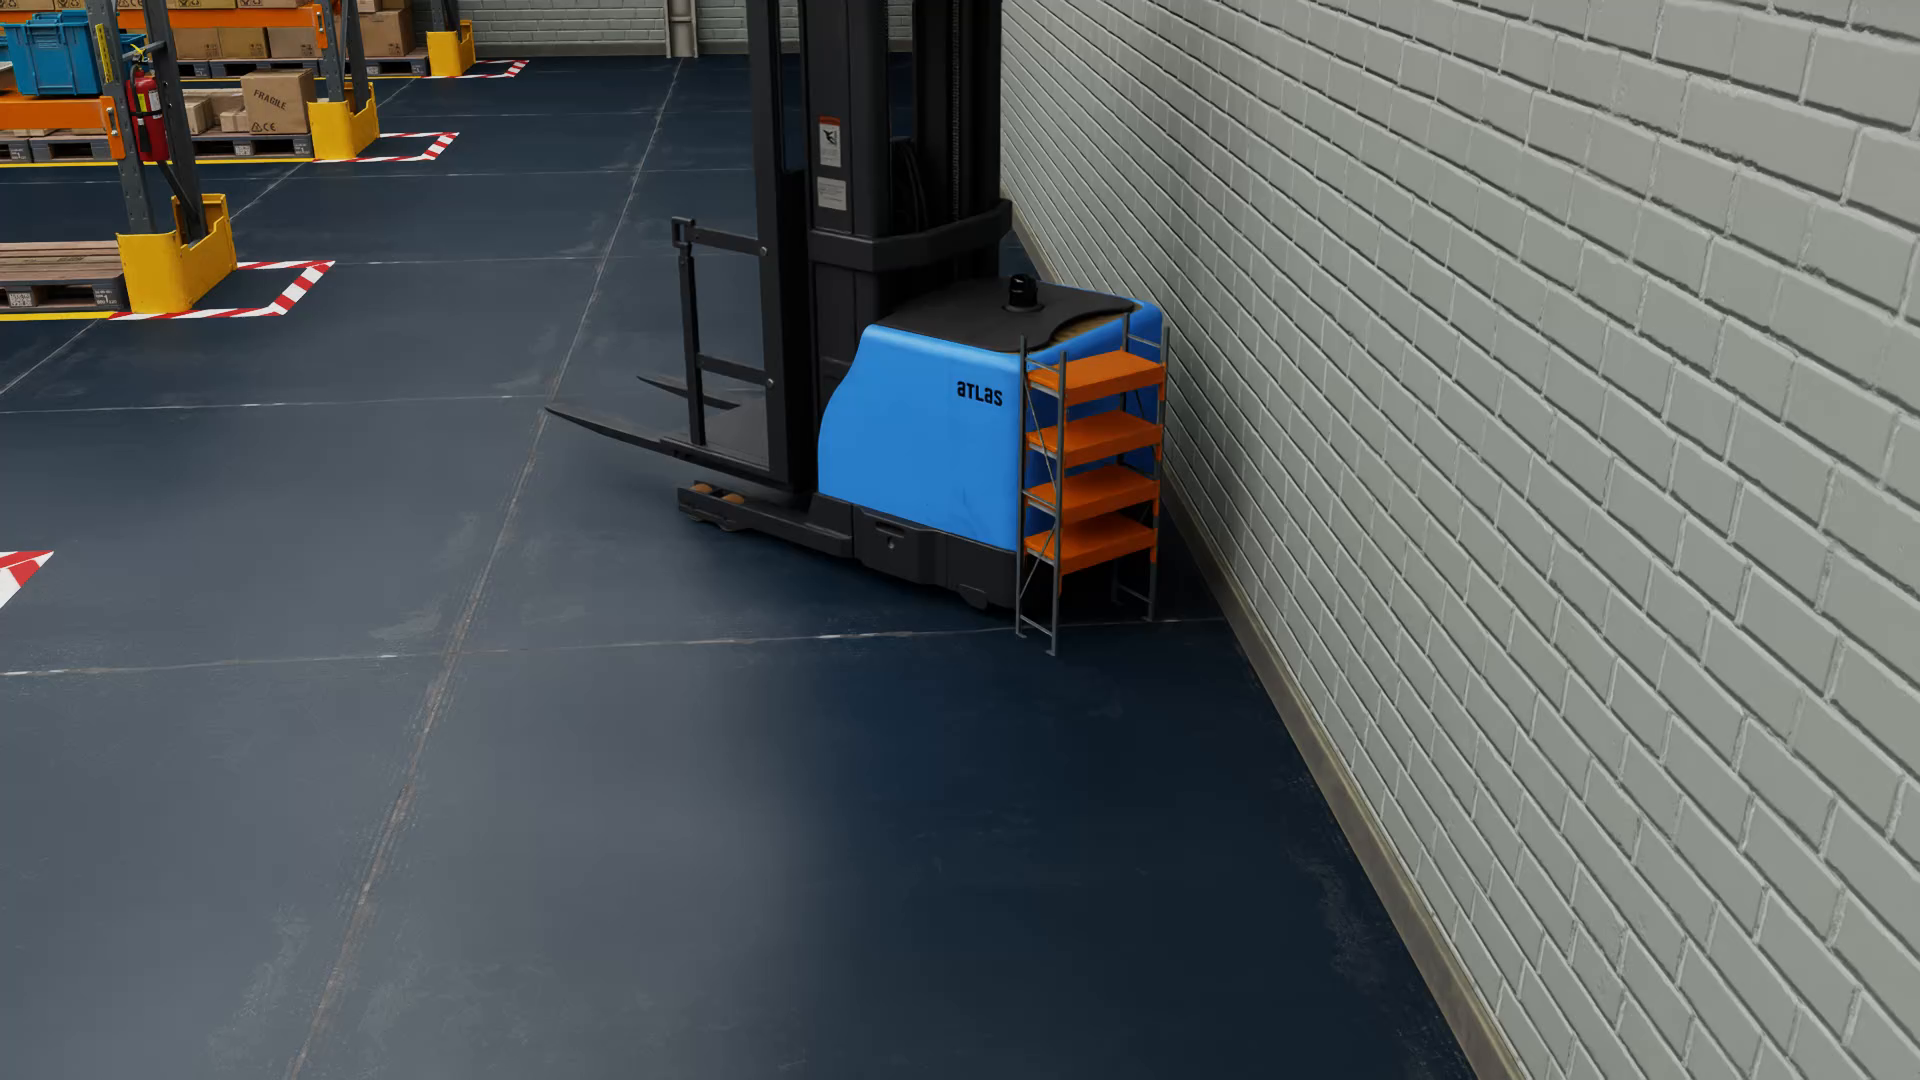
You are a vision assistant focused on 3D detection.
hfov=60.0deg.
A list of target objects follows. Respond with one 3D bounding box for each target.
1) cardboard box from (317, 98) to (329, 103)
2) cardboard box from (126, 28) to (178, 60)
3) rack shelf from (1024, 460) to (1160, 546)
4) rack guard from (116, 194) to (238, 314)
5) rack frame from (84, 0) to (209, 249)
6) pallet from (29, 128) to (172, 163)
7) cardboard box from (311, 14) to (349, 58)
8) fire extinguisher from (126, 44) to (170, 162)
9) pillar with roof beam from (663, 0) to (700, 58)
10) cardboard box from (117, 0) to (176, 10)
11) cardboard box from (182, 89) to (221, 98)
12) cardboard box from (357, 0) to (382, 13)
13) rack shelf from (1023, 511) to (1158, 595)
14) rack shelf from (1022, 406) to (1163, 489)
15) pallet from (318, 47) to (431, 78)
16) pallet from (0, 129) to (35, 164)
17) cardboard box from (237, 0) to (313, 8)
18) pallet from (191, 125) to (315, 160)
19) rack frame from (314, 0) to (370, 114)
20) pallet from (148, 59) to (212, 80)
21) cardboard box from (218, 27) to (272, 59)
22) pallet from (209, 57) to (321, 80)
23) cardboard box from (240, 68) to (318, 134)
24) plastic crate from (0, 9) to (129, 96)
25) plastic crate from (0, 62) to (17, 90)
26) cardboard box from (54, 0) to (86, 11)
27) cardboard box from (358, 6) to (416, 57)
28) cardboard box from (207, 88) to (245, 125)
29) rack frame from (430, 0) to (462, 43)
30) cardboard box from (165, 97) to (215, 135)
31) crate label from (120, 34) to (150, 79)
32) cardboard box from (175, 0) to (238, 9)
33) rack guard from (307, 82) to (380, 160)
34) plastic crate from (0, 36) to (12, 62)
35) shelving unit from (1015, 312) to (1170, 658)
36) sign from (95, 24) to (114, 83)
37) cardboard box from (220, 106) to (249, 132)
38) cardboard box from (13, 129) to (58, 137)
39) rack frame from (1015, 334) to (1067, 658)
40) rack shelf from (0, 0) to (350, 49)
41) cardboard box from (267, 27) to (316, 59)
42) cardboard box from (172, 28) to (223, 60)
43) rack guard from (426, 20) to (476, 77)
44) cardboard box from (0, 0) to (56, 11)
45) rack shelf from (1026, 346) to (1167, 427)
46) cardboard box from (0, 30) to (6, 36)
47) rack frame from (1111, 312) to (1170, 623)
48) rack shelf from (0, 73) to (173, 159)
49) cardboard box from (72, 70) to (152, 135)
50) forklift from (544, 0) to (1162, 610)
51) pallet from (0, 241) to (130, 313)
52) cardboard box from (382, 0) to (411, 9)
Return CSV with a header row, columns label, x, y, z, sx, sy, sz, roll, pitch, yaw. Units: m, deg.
label,x,y,z,sx,sy,sz,roll,pitch,yaw
cardboard box,-6.058,-4.046,15.628,0.250,0.149,0.380,-2,24,-5
cardboard box,-9.325,-5.906,19.405,0.500,0.500,0.700,-2,24,-4
rack shelf,0.489,-0.144,6.261,0.480,0.148,0.258,-17,29,-33
rack guard,-5.102,-1.887,10.880,0.348,0.500,1.175,-2,24,-5
rack frame,-5.125,-3.023,10.358,0.127,3.000,1.000,-2,24,-5
pallet,-7.688,-3.668,15.244,1.213,0.211,1.003,-2,24,-5
cardboard box,-7.283,-5.989,19.591,0.500,0.500,0.700,-2,24,-5
fire extinguisher,-4.930,-2.640,10.050,0.183,0.674,0.296,-2,24,-5
pillar with roof beam,-3.073,-8.486,15.263,0.400,9.000,9.100,-2,24,-5
cardboard box,-7.040,-4.903,14.466,0.500,0.500,0.500,-2,24,-5
cardboard box,-7.172,-4.023,15.452,0.500,0.250,0.500,-2,24,-5
cardboard box,-6.895,-6.226,19.327,0.250,0.149,0.380,-3,24,-6
rack shelf,0.489,0.038,6.342,0.480,0.148,0.258,-17,29,-33
rack shelf,0.489,-0.348,6.169,0.480,0.148,0.258,-17,29,-33
pallet,-6.886,-5.690,19.791,1.213,0.211,1.003,-2,24,-5
pallet,-8.905,-3.618,15.131,1.213,0.211,1.003,-2,24,-5
cardboard box,-6.027,-4.943,14.555,0.500,0.500,0.500,-2,24,-4
pallet,-6.477,-3.716,15.350,1.213,0.211,1.003,-2,24,-5
rack frame,-5.608,-5.025,14.863,0.127,3.000,1.000,-2,24,-5
pallet,-9.315,-5.592,19.572,1.213,0.211,1.003,-2,24,-5
cardboard box,-8.314,-5.944,19.491,0.500,0.500,0.700,-2,24,-4
pallet,-8.098,-5.642,19.684,1.213,0.211,1.003,-2,24,-5
cardboard box,-6.125,-3.963,15.009,0.500,0.500,0.500,-2,24,-5
plastic crate,-5.440,-2.978,10.139,0.499,0.435,0.616,-2,24,-5
plastic crate,-5.918,-2.824,10.162,0.243,0.136,0.396,-2,24,-5
cardboard box,-7.541,-4.883,14.421,0.500,0.500,0.500,-3,24,-6
cardboard box,-6.785,-6.009,19.636,0.500,0.500,0.700,-2,24,-5
cardboard box,-6.674,-4.043,15.497,0.500,0.250,0.500,-2,24,-5
rack frame,-6.098,-7.028,19.368,0.127,3.000,1.000,-2,24,-5
cardboard box,-7.073,-3.823,15.002,0.500,0.250,0.500,-2,24,-5
crate label,-5.403,-3.097,10.658,0.303,0.233,0.416,-2,24,-5
cardboard box,-6.543,-4.921,14.505,0.500,0.500,0.500,-2,24,-5
rack guard,-5.683,-3.880,15.364,0.348,0.500,1.175,-2,24,-5
plastic crate,-6.058,-3.071,10.598,0.300,0.233,0.416,-2,24,-5
shelving unit,0.489,-0.205,6.233,0.503,1.200,0.258,-17,29,-33
sign,-5.054,-2.876,9.827,0.005,0.325,0.100,-2,24,-5
cardboard box,-6.537,-3.831,15.122,0.250,0.166,0.380,-2,24,-5
cardboard box,-8.290,-3.740,14.918,0.250,0.166,0.380,-2,24,-5
rack frame,0.293,-0.146,6.101,0.015,1.200,0.240,-17,29,-33
rack shelf,-7.598,-4.617,14.830,4.000,0.370,1.077,-2,24,-5
cardboard box,-7.784,-5.968,19.546,0.500,0.500,0.700,-3,24,-7
cardboard box,-8.825,-5.925,19.447,0.500,0.500,0.700,-3,24,-6
rack guard,-6.075,-5.886,19.878,0.348,0.500,1.175,-2,24,-5
cardboard box,-8.047,-4.862,14.373,0.500,0.500,0.500,-2,24,-5
rack shelf,0.490,-0.564,6.073,0.480,0.148,0.258,-17,29,-33
cardboard box,-10.713,-5.999,19.183,0.750,0.750,0.750,-2,24,-5
rack frame,0.686,-0.264,6.365,0.015,1.200,0.240,-17,29,-33
rack shelf,-7.115,-2.615,10.325,4.000,0.370,1.077,-2,24,-5
cardboard box,-7.719,-4.003,15.095,0.637,0.503,0.797,-2,24,-5
forklift,-0.640,-1.528,7.080,3.031,2.935,1.130,17,29,33
pallet,-5.949,-1.732,10.886,1.213,0.211,1.003,-2,24,-5
cardboard box,-6.680,-6.391,19.698,0.250,0.149,0.380,-2,24,-5
